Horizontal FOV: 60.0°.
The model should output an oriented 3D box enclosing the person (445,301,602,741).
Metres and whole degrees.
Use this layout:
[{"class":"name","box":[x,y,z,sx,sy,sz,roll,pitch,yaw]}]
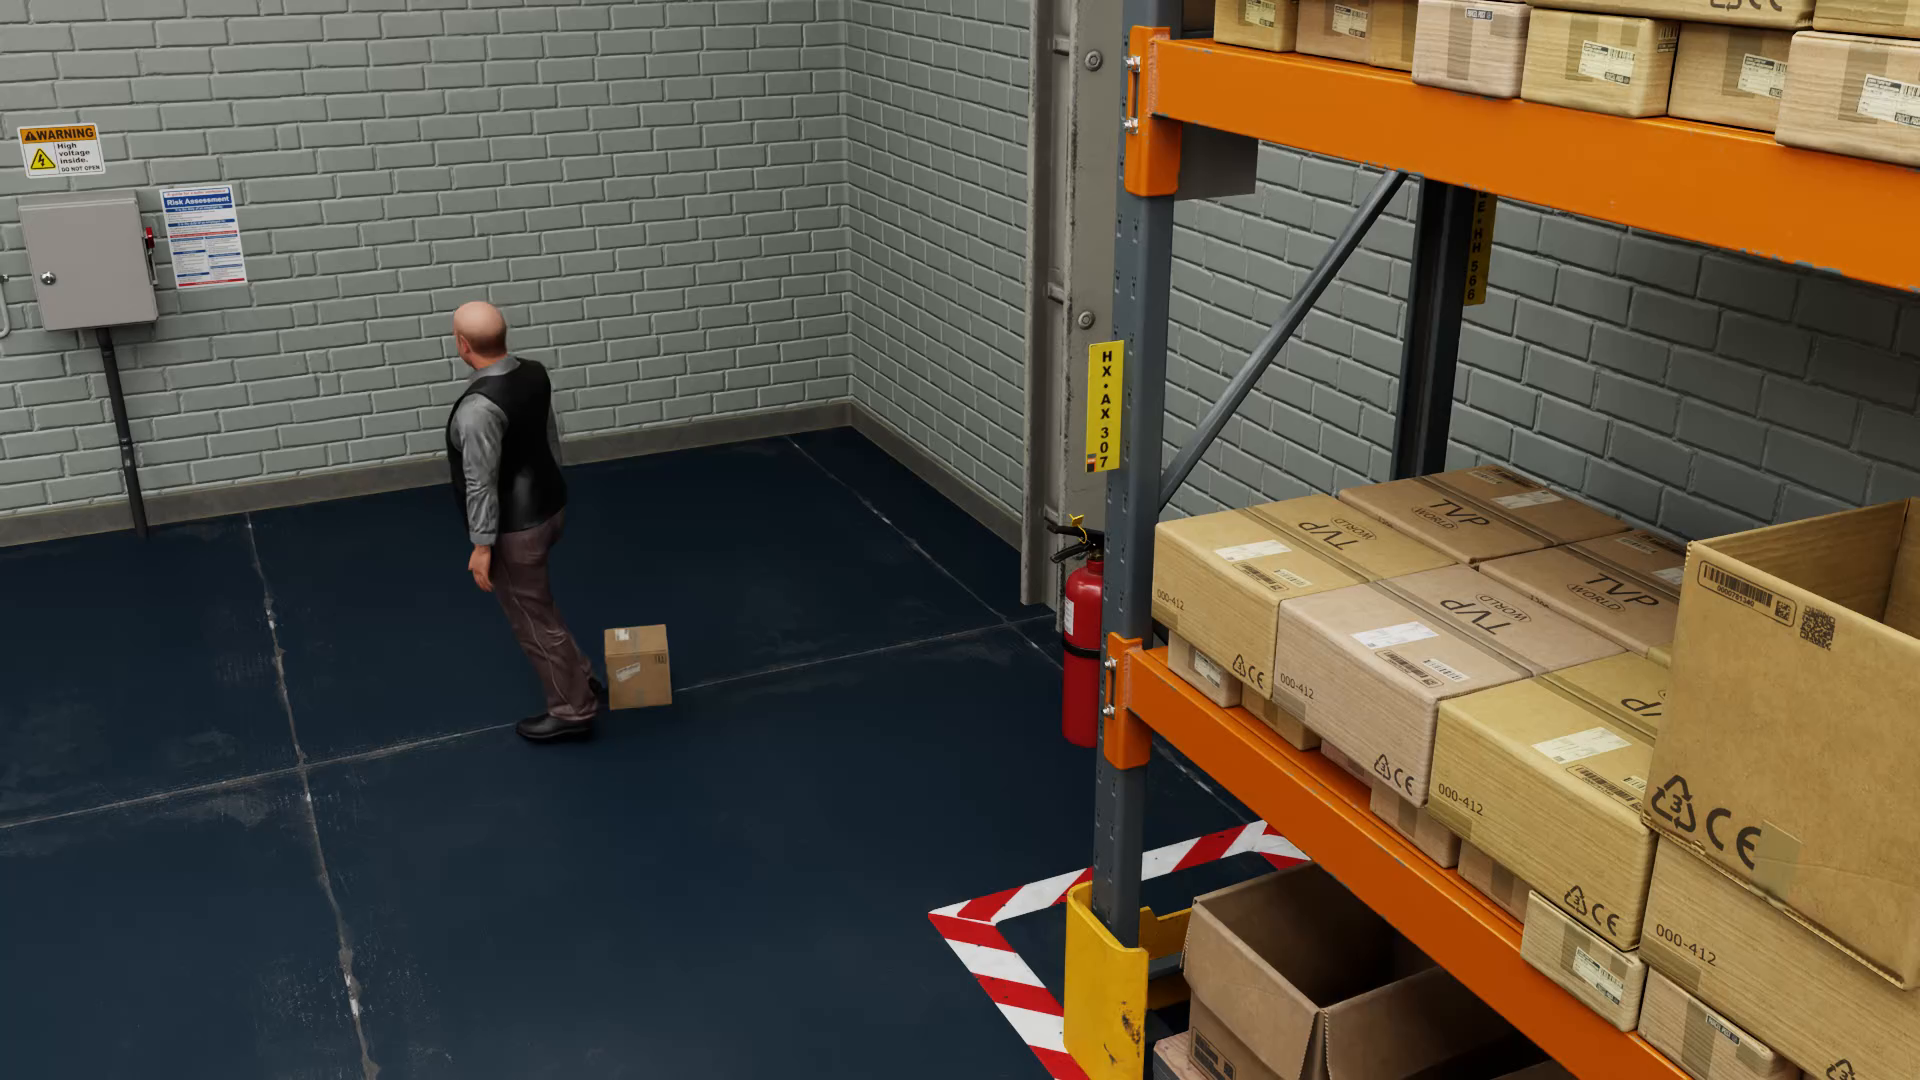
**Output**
[{"class":"person","box":[-1.627,-0.060,6.221,0.453,1.709,0.605,4,22,9]}]
